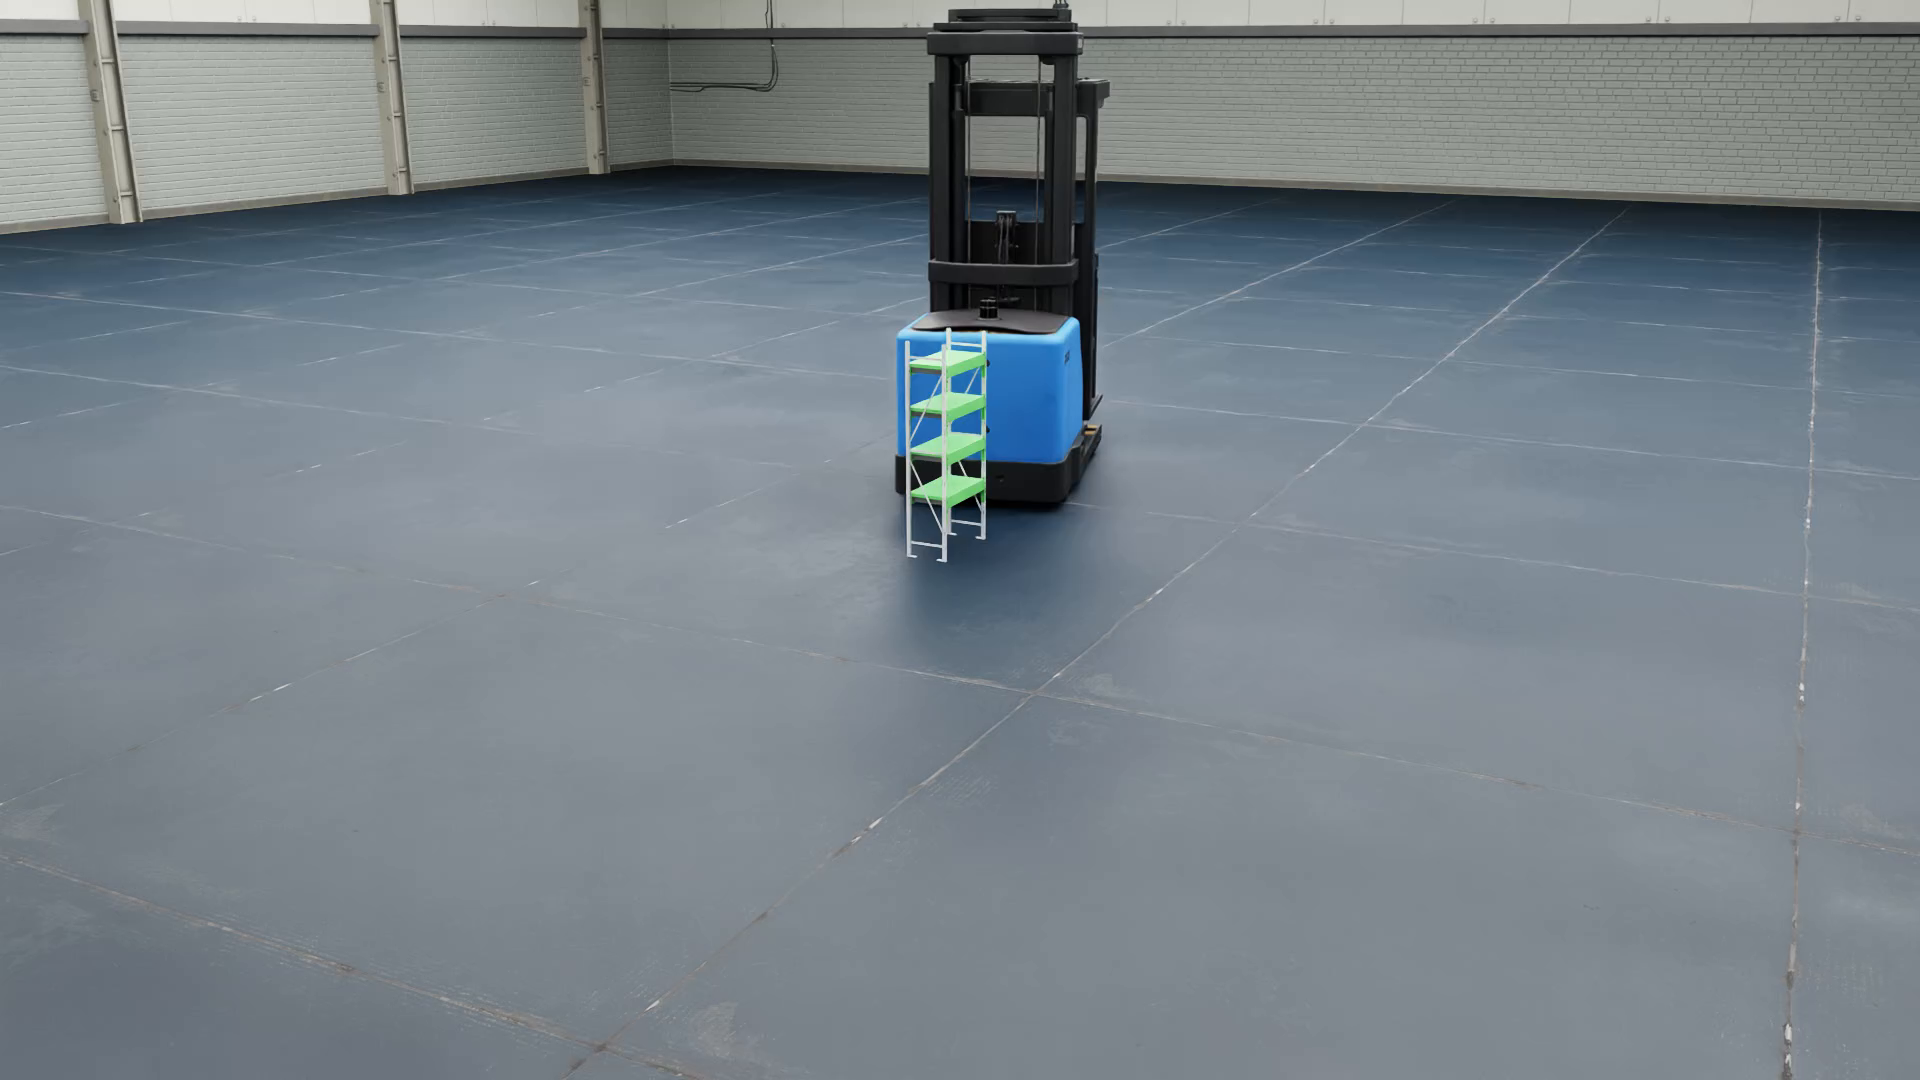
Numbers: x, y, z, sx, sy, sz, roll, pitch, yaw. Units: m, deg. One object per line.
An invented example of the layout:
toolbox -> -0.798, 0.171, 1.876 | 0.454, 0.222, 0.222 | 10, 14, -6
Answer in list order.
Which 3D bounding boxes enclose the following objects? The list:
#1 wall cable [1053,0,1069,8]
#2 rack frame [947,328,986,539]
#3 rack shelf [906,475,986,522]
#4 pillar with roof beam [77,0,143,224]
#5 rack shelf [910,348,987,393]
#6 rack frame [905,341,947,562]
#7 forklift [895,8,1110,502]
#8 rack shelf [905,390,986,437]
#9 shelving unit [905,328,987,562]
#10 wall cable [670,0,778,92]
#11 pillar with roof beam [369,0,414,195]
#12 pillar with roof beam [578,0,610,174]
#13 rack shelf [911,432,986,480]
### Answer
wall cable -> 2.965, -13.468, 33.089 | 2.305, 6.003, 0.169 | 8, 18, 25
rack frame -> 0.035, -0.595, 9.421 | 0.240, 1.200, 0.015 | 8, 18, 25
rack shelf -> -0.074, -0.242, 9.298 | 0.258, 0.148, 0.480 | 8, 18, 25
pillar with roof beam -> -9.531, -8.863, 23.559 | 9.100, 9.000, 0.400 | 8, 18, 25
rack shelf -> -0.074, -0.932, 9.093 | 0.258, 0.148, 0.480 | 8, 18, 25
rack frame -> -0.183, -0.471, 9.002 | 0.240, 1.200, 0.015 | 8, 18, 25
forklift -> 0.390, -2.009, 11.139 | 1.130, 2.935, 3.031 | 3, 17, 11
rack shelf -> -0.074, -0.702, 9.161 | 0.258, 0.148, 0.480 | 8, 18, 25
shelving unit -> -0.074, -0.533, 9.212 | 0.258, 1.200, 0.503 | 8, 18, 25
wall cable -> -5.521, -11.561, 38.096 | 3.097, 2.526, 0.112 | 8, 18, 25
pillar with roof beam -> -6.850, -10.391, 28.704 | 9.100, 9.000, 0.400 | 8, 18, 25
pillar with roof beam -> -4.169, -11.919, 33.850 | 9.100, 9.000, 0.400 | 8, 18, 25
rack shelf -> -0.074, -0.472, 9.230 | 0.258, 0.148, 0.480 | 8, 18, 25
